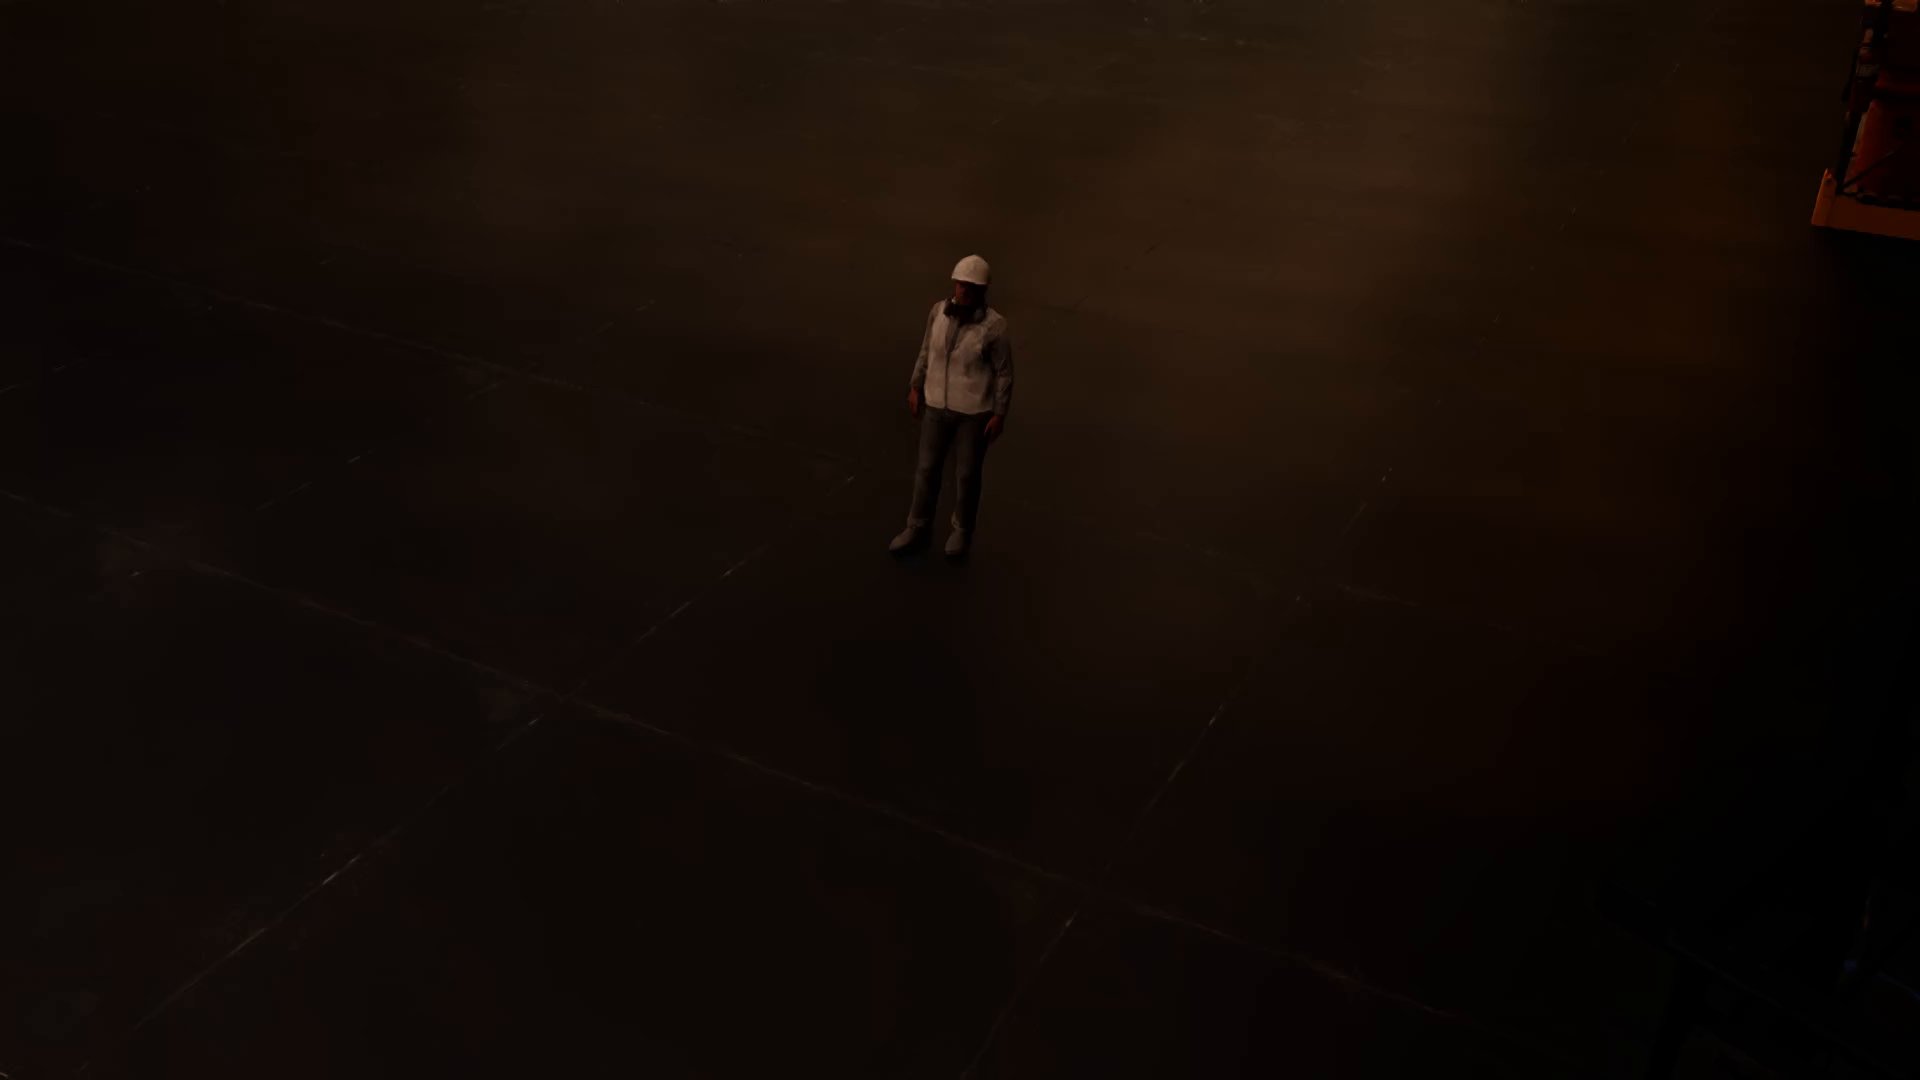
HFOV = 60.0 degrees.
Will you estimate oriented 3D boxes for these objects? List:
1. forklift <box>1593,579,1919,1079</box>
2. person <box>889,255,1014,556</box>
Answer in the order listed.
[{"bbox_3d":[2.125,1.682,4.155,3.031,2.935,1.130,-24,37,-35],"label":"forklift"},{"bbox_3d":[-0.037,-0.749,9.512,0.632,1.773,0.567,15,33,25],"label":"person"}]
